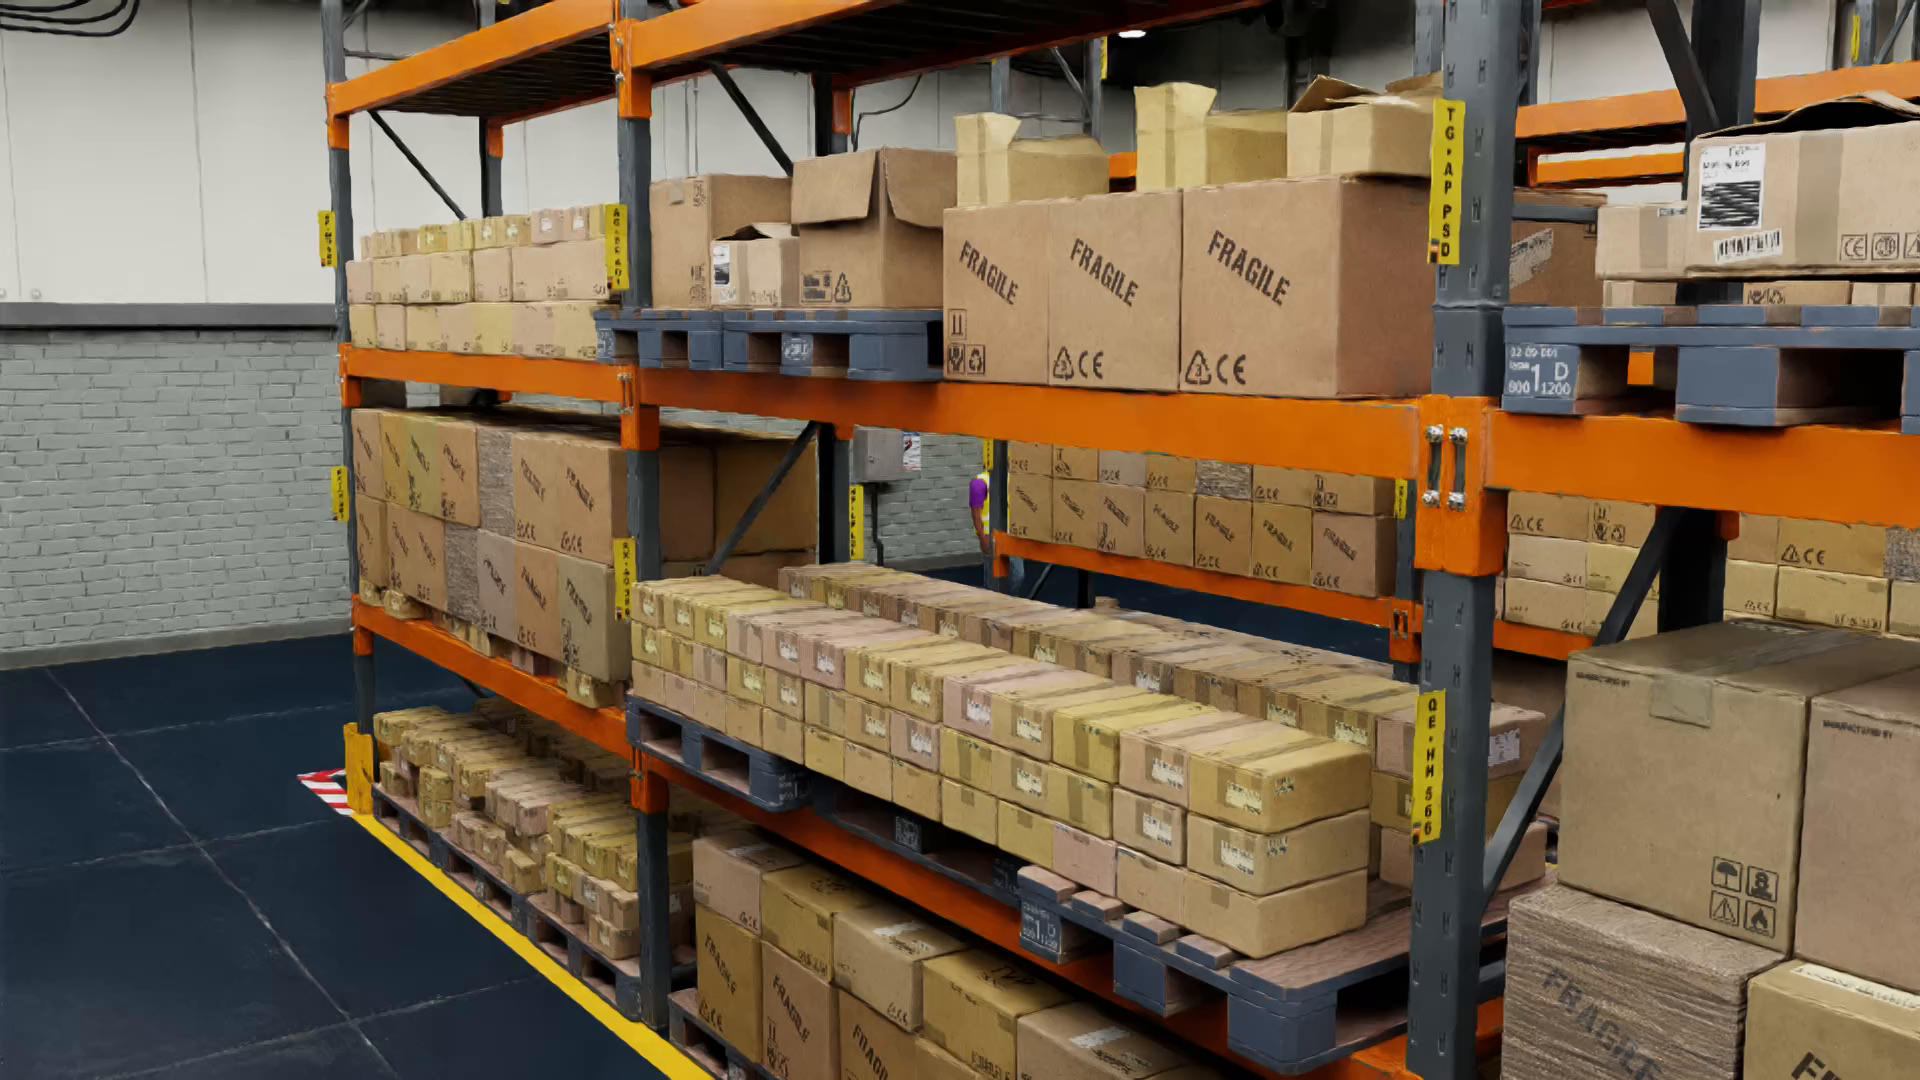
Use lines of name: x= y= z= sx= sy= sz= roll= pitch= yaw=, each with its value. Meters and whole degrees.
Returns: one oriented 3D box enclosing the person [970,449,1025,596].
person: x=0.377 y=-0.011 z=15.787 sx=0.596 sy=1.809 sz=0.449 roll=-5 pitch=9 yaw=-34
